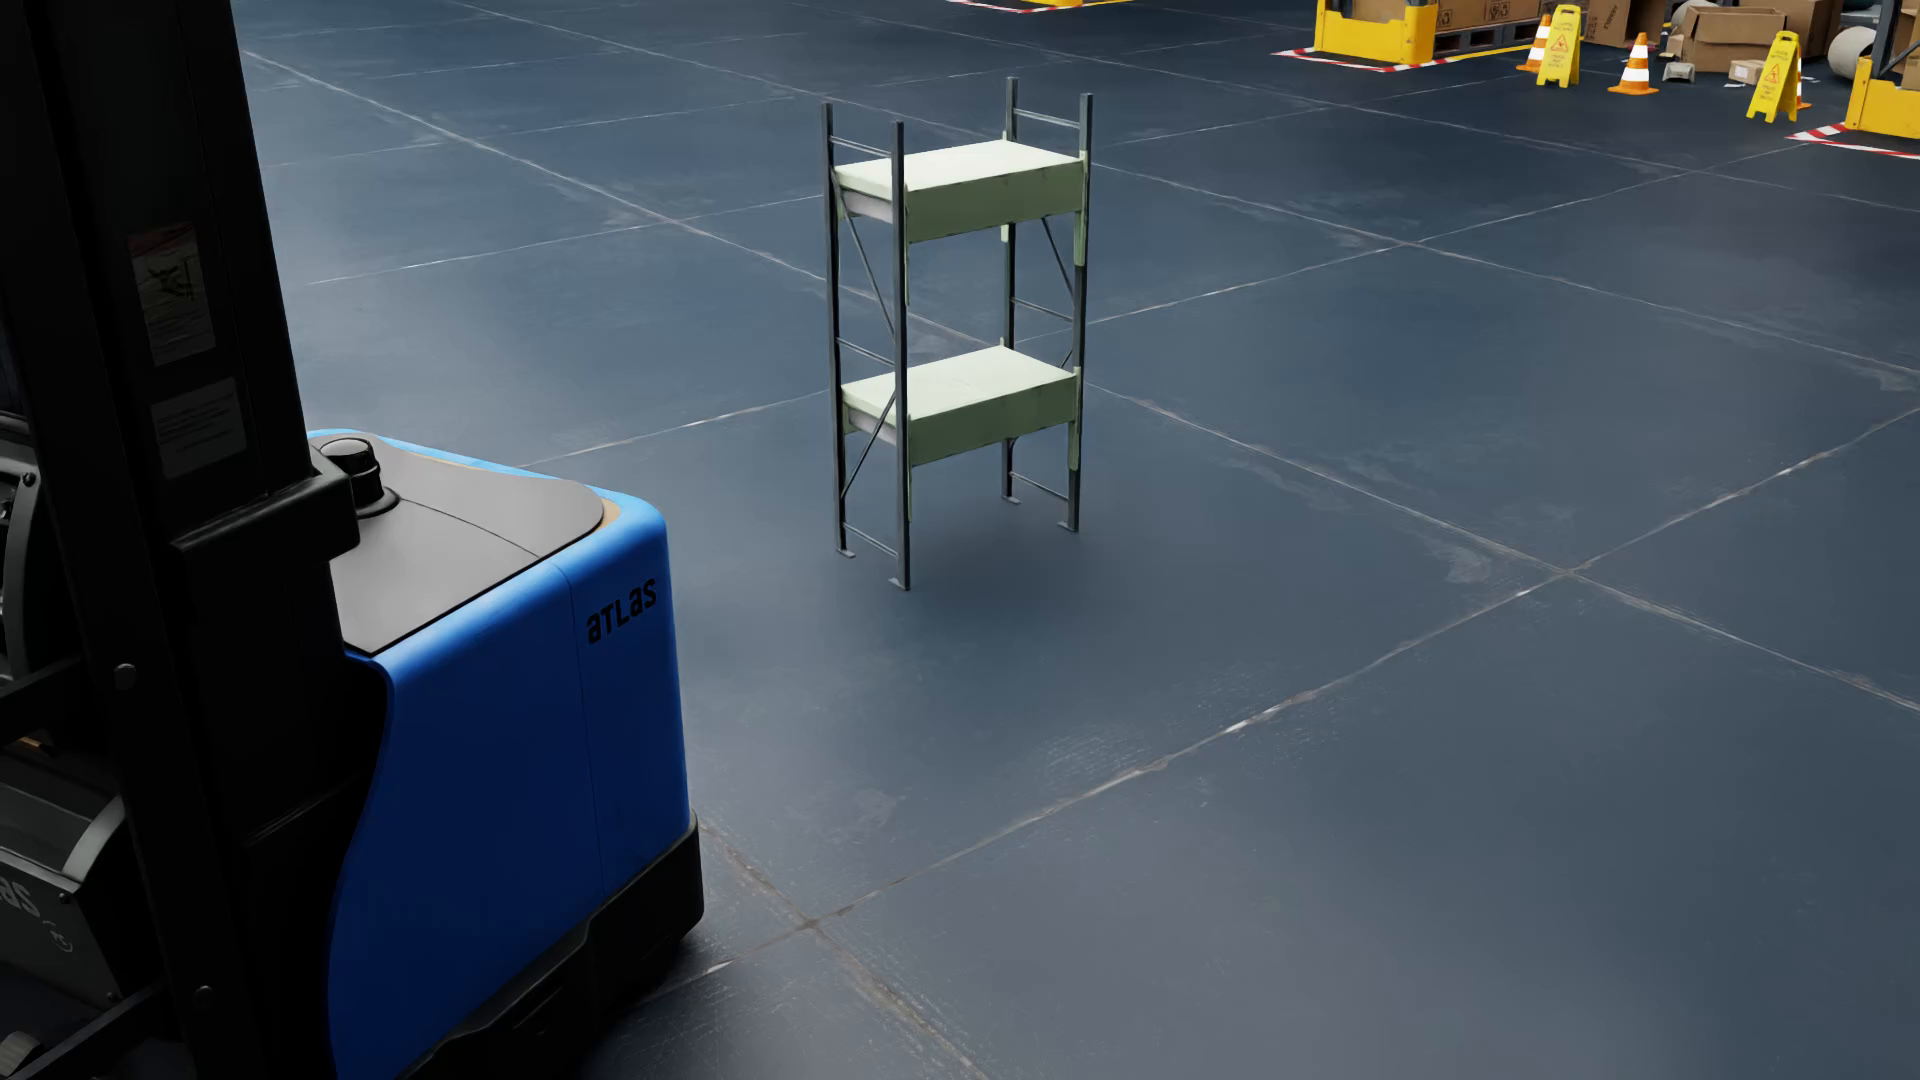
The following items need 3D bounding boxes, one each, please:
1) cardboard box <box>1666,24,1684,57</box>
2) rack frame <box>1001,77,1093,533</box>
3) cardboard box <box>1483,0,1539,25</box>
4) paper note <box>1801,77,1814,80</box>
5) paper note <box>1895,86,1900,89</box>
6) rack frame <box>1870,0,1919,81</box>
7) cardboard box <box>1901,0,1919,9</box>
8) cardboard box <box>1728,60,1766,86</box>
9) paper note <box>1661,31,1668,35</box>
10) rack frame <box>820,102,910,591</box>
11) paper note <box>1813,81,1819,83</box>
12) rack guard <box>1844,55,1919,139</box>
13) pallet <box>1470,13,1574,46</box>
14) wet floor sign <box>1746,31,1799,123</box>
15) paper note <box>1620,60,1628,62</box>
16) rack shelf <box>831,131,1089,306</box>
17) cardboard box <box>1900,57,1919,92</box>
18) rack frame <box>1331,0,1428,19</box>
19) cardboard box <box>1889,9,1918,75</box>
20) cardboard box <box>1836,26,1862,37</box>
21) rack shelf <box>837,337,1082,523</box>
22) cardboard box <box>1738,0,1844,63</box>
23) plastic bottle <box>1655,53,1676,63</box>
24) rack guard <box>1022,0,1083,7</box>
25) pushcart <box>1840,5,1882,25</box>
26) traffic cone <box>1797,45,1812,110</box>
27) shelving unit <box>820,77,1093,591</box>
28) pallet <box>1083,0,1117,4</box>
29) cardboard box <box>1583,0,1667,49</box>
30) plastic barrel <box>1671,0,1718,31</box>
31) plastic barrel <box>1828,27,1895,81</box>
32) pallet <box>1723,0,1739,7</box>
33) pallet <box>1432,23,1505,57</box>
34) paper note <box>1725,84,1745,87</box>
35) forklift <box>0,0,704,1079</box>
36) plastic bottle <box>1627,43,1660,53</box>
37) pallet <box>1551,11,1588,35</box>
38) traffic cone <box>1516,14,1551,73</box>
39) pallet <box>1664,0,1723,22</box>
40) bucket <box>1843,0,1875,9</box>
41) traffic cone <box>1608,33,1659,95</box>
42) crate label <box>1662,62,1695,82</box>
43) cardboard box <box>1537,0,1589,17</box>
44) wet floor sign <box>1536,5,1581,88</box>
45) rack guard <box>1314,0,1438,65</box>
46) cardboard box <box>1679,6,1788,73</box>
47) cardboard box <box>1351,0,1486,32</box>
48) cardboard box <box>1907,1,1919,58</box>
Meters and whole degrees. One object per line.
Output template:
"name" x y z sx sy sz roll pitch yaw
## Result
"cardboard box" 6.774 -4.611 15.371 0.258 0.266 0.396 -13 28 -25
"rack frame" 0.283 -0.774 5.635 0.023 1.500 0.400 -18 31 -34
"cardboard box" 5.027 -5.523 16.112 0.875 0.875 0.875 -19 31 -35
"paper note" 7.253 -3.979 14.302 0.142 0.019 0.148 -8 26 -16
"paper note" 7.780 -3.781 13.860 0.142 0.019 0.148 15 29 29
"rack frame" 6.977 -4.255 11.356 0.127 3.000 1.000 -18 31 -34
"cardboard box" 9.002 -5.086 15.216 0.500 0.500 0.500 -18 31 -34
"cardboard box" 6.761 -3.972 14.131 0.250 0.149 0.380 -3 25 -7
"paper note" 7.020 -5.087 16.674 0.147 0.020 0.142 5 25 11
"rack frame" -0.293 -0.583 5.226 0.023 1.500 0.400 -18 31 -34
"paper note" 7.278 -3.898 14.136 0.123 0.001 0.032 -18 31 -34
"rack guard" 7.036 -3.141 11.925 0.348 0.500 1.175 -18 31 -34
"pallet" 5.383 -5.153 16.602 1.213 0.211 1.003 -18 31 -34
"wet floor sign" 6.167 -3.493 12.509 0.232 0.644 0.267 -8 26 -16
"paper note" 6.091 -4.356 15.101 0.142 0.017 0.144 -8 26 -16
"rack shelf" -0.005 -1.033 5.266 0.720 0.370 0.431 -18 31 -34
"cardboard box" 7.466 -3.504 12.504 0.500 0.250 0.500 -18 31 -34
"rack frame" 3.843 -5.869 14.833 0.127 3.000 1.000 -18 31 -34
"cardboard box" 8.442 -4.334 14.492 0.500 0.500 0.500 1 25 2
"cardboard box" 8.159 -4.554 15.247 0.258 0.266 0.396 5 25 11
"rack shelf" -0.005 -0.383 5.568 0.720 0.370 0.431 -18 31 -34
"cardboard box" 7.527 -4.725 15.173 0.503 0.637 0.797 -18 31 -34
"plastic bottle" 6.435 -4.396 15.149 0.133 0.061 0.283 15 29 29
"rack guard" 0.921 -6.424 18.999 0.348 0.500 1.175 -18 31 -34
"pushcart" 8.678 -4.847 15.746 1.648 0.377 0.936 15 29 29
"traffic cone" 6.519 -3.644 13.052 0.334 0.463 0.336 -18 31 -34
"shelving unit" -0.005 -0.679 5.431 0.755 1.500 0.431 -18 31 -34
"pallet" 1.583 -6.493 19.489 1.213 0.211 1.003 -18 31 -34
"cardboard box" 6.402 -5.032 15.996 0.500 0.500 0.500 -13 28 -25
"plastic barrel" 7.044 -4.937 15.884 0.421 0.421 0.512 1 25 2
"plastic barrel" 7.668 -4.125 14.135 0.421 0.421 0.512 1 25 2
"pallet" 8.512 -6.187 18.831 1.213 0.211 1.003 -18 31 -34
"pallet" 4.424 -4.838 15.923 1.213 0.211 1.003 -18 31 -34
"paper note" 6.492 -3.814 13.931 0.148 0.019 0.142 15 29 29
"forklift" -1.722 0.016 2.234 1.130 2.935 3.031 13 28 25
"plastic bottle" 6.452 -4.636 15.667 0.283 0.061 0.133 15 29 29
"pallet" 6.344 -5.472 17.289 1.213 0.211 1.003 -18 31 -34
"traffic cone" 5.137 -4.386 14.651 0.334 0.463 0.336 -18 31 -34
"pallet" 7.551 -5.869 18.144 1.213 0.211 1.003 -18 31 -34
"bucket" 8.306 -5.314 15.719 0.620 0.611 0.726 2 23 -21
"traffic cone" 5.567 -3.923 13.654 0.334 0.463 0.336 -18 31 -34
"crate label" 6.147 -4.000 14.207 0.250 0.136 0.298 10 27 20
"cardboard box" 5.745 -5.759 16.621 0.875 0.875 0.875 -18 30 -34
"wet floor sign" 5.042 -4.138 13.899 0.267 0.644 0.232 21 32 37
"rack guard" 3.824 -4.729 15.346 0.348 0.500 1.175 -18 31 -34
"cardboard box" 6.797 -4.418 14.672 0.797 0.503 0.637 5 25 11
"cardboard box" 4.336 -5.294 15.618 0.875 0.875 0.875 -18 30 -34
"cardboard box" 7.446 -3.833 12.323 0.500 0.500 0.500 -18 30 -34
